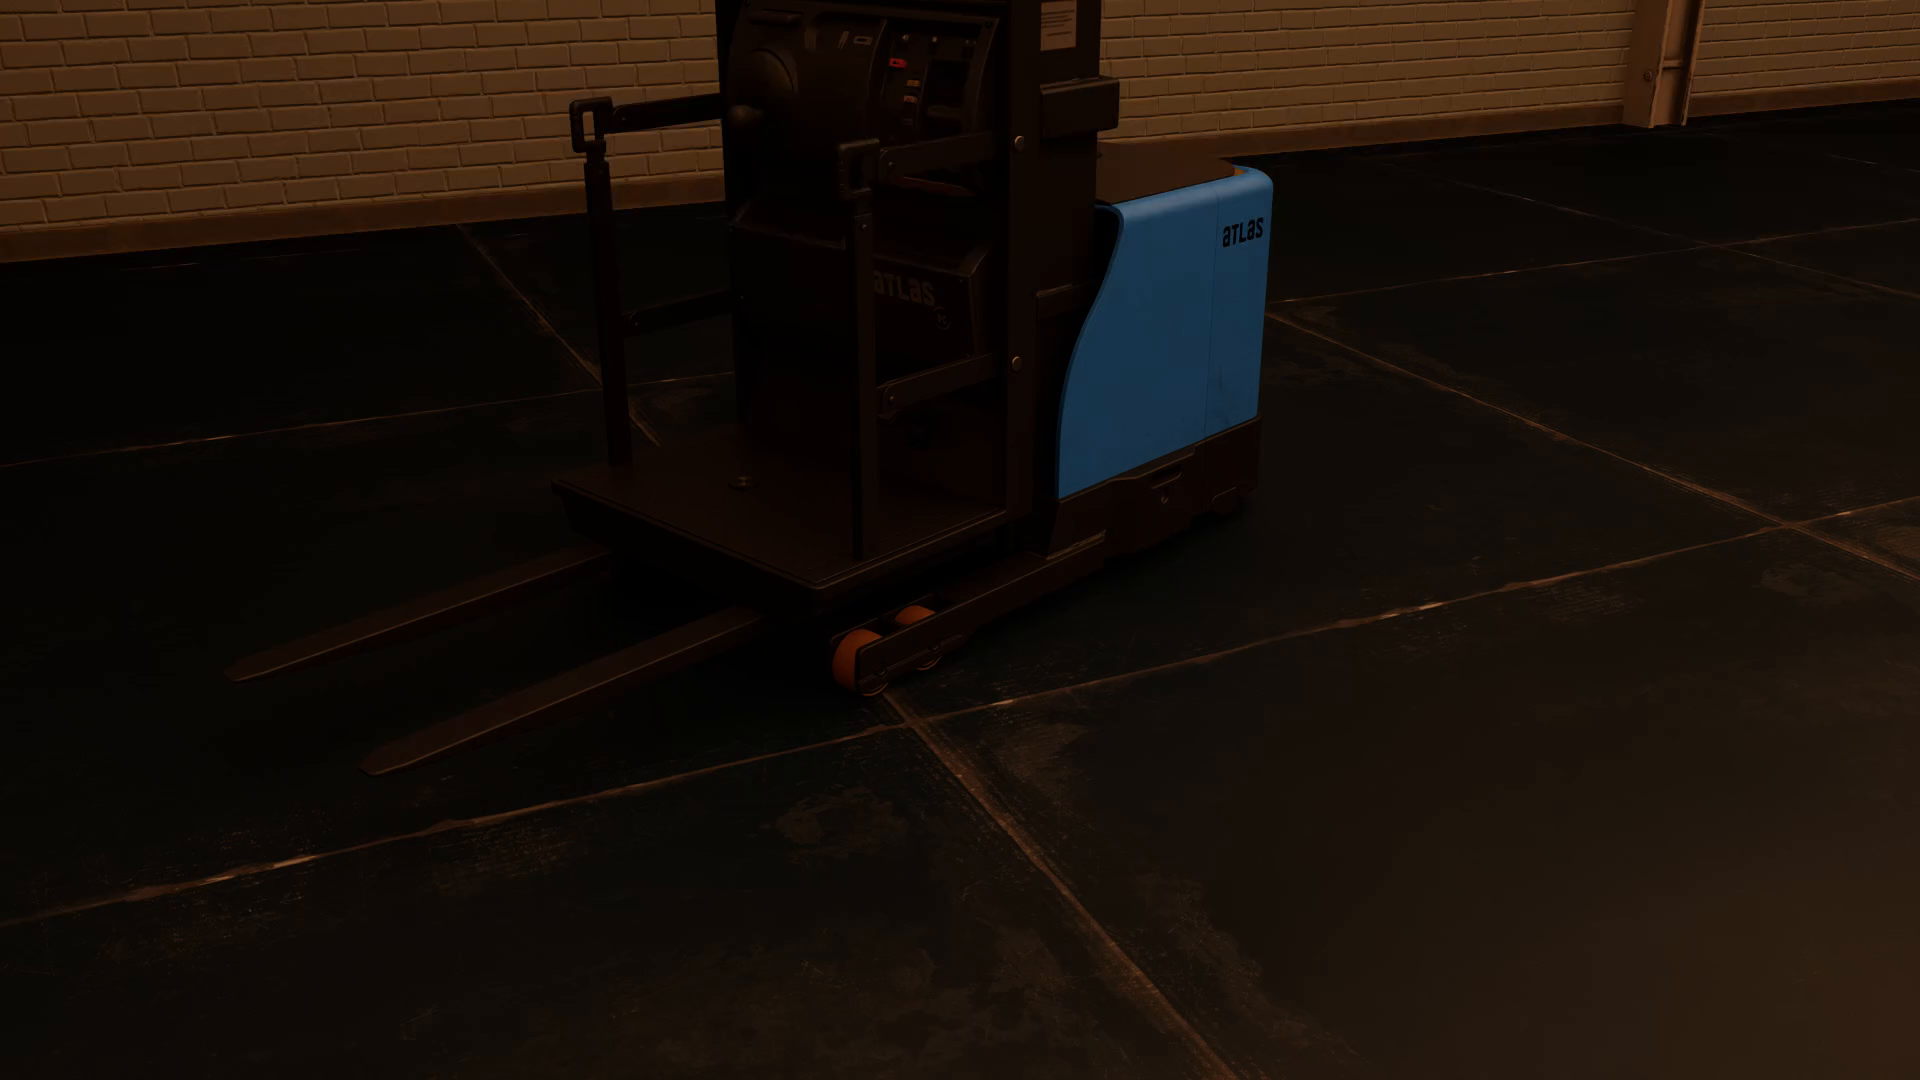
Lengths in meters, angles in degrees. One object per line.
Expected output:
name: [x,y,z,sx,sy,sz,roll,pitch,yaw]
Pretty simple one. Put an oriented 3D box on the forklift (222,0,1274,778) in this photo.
forklift: [-0.413,-1.182,4.131,1.130,2.935,3.031,19,29,39]
